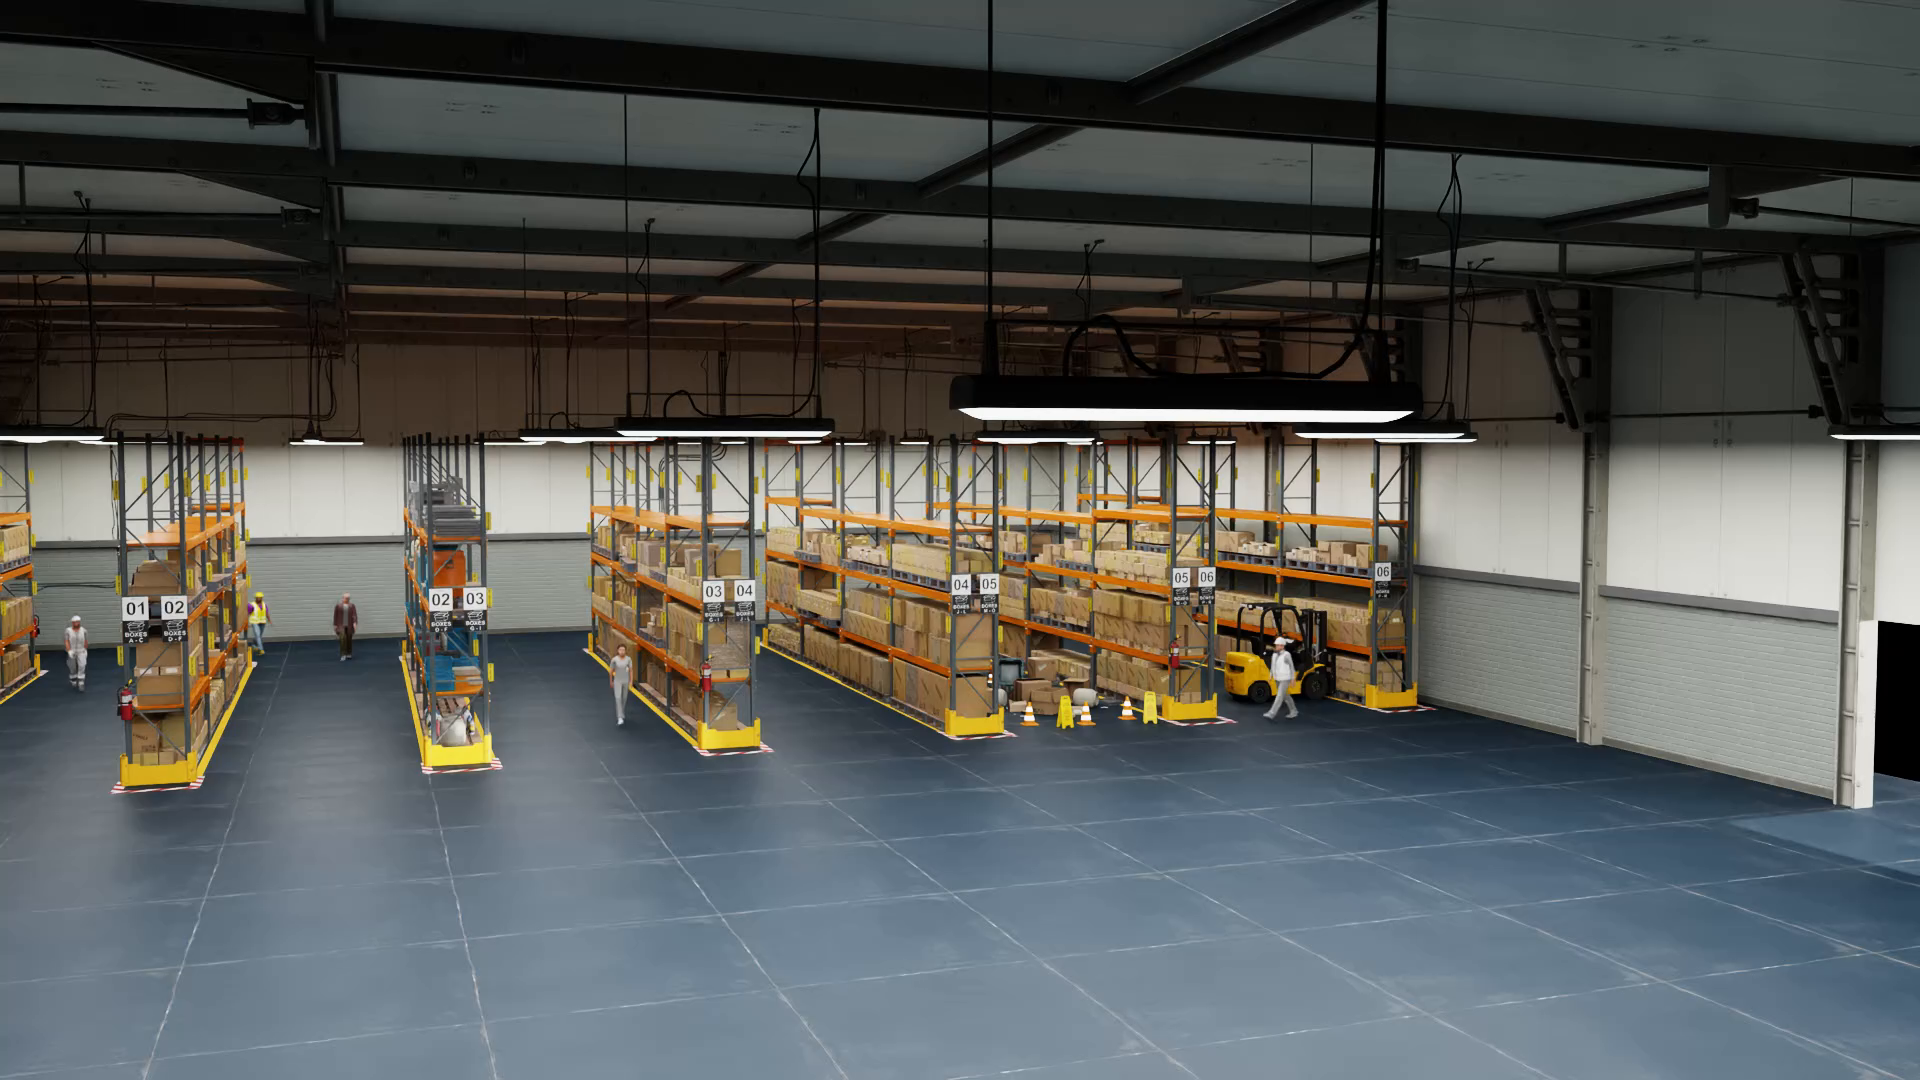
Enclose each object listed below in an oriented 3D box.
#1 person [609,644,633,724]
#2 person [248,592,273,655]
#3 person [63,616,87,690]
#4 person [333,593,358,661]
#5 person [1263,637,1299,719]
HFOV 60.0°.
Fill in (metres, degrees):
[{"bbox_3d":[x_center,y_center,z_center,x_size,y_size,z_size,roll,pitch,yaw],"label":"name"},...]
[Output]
[{"bbox_3d":[-7.013,2.969,34.588,0.456,1.623,0.964,-2,4,-30],"label":"person"},{"bbox_3d":[-19.441,2.295,46.101,1.121,1.702,0.642,3,4,43],"label":"person"},{"bbox_3d":[-20.877,2.656,39.300,0.522,1.726,0.989,-2,4,-36],"label":"person"},{"bbox_3d":[-16.618,2.359,45.010,0.618,1.792,0.792,-2,4,-28],"label":"person"},{"bbox_3d":[6.693,2.901,34.920,1.033,1.717,0.555,-1,3,-23],"label":"person"}]
